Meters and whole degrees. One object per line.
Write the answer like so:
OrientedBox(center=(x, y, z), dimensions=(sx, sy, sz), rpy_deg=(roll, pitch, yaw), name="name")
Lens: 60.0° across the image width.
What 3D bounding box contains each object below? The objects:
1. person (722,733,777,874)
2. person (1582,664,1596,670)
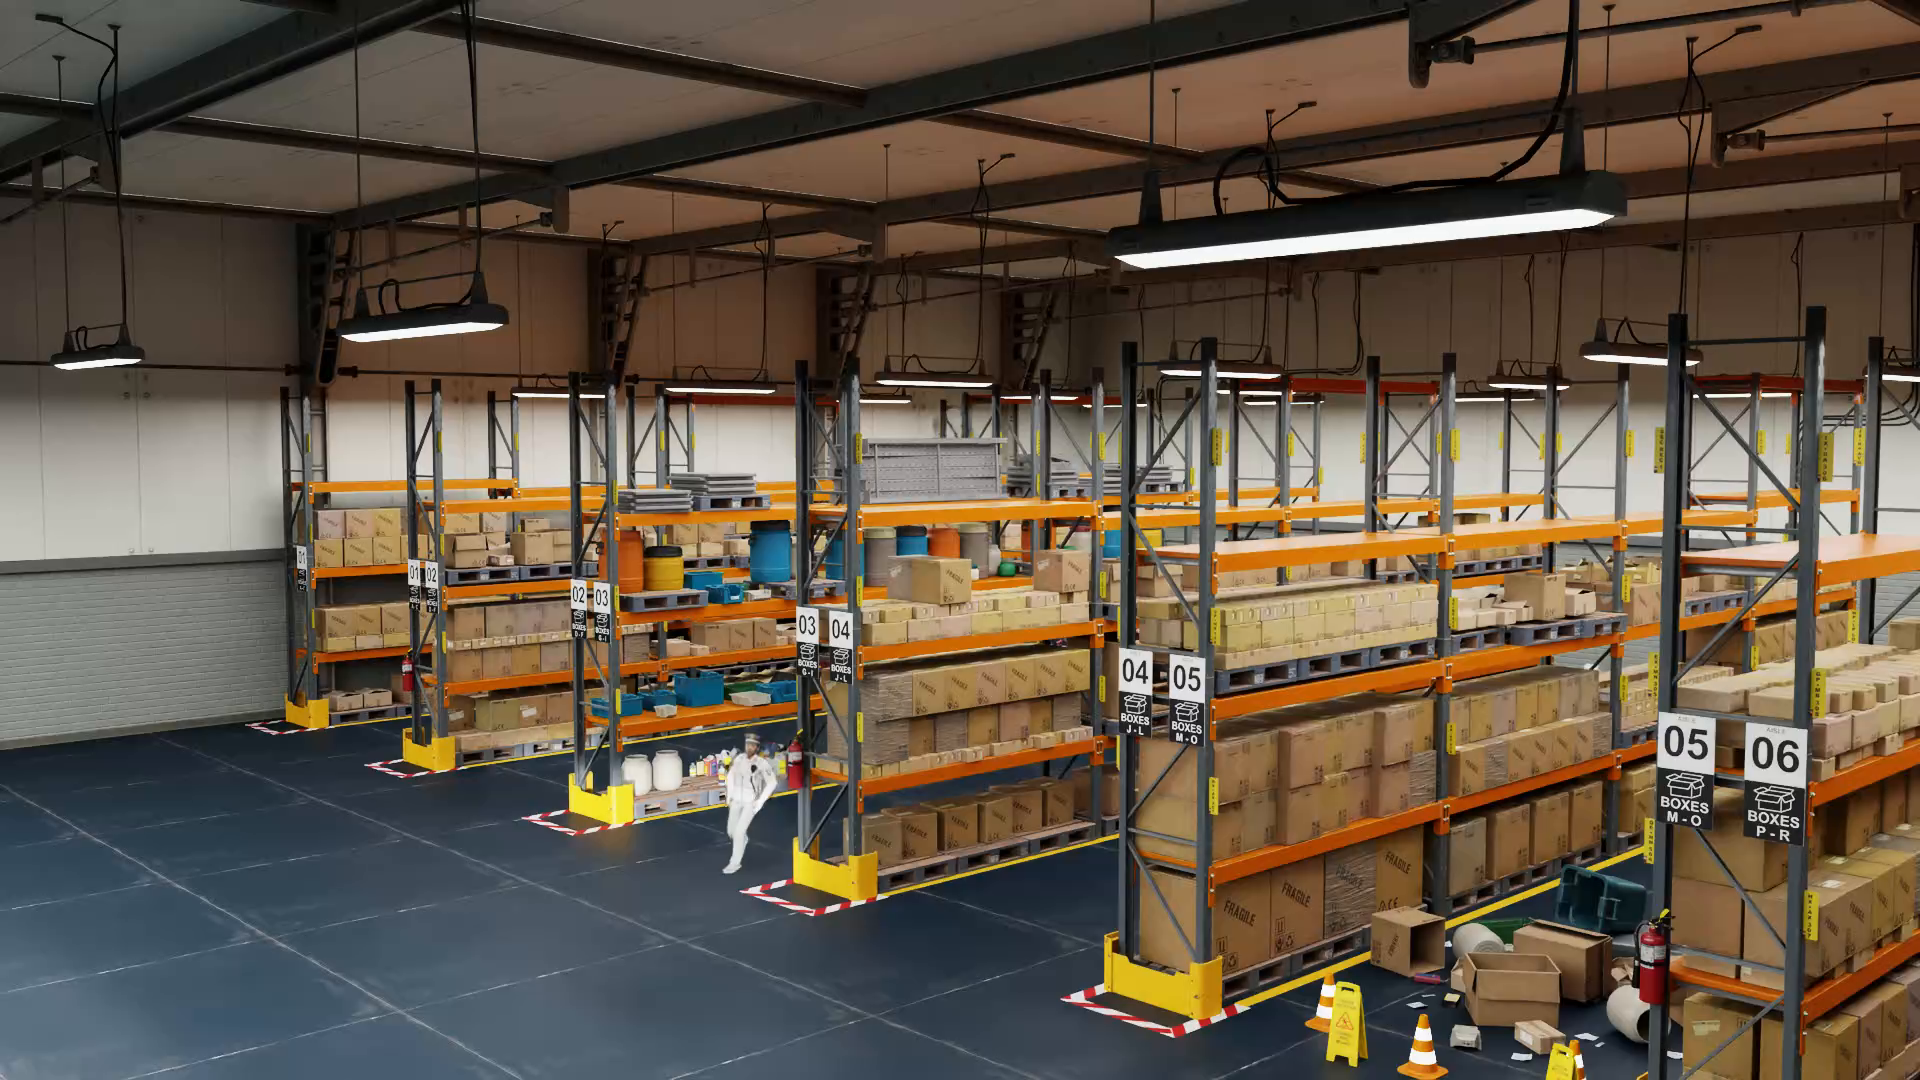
OrientedBox(center=(-2.478, 3.087, 19.712), dimensions=(0.666, 1.651, 0.606), rpy_deg=(1, 4, 20), name="person")
OrientedBox(center=(9.277, 2.723, 24.597), dimensions=(0.704, 1.788, 0.631), rpy_deg=(-3, 5, -40), name="person")
